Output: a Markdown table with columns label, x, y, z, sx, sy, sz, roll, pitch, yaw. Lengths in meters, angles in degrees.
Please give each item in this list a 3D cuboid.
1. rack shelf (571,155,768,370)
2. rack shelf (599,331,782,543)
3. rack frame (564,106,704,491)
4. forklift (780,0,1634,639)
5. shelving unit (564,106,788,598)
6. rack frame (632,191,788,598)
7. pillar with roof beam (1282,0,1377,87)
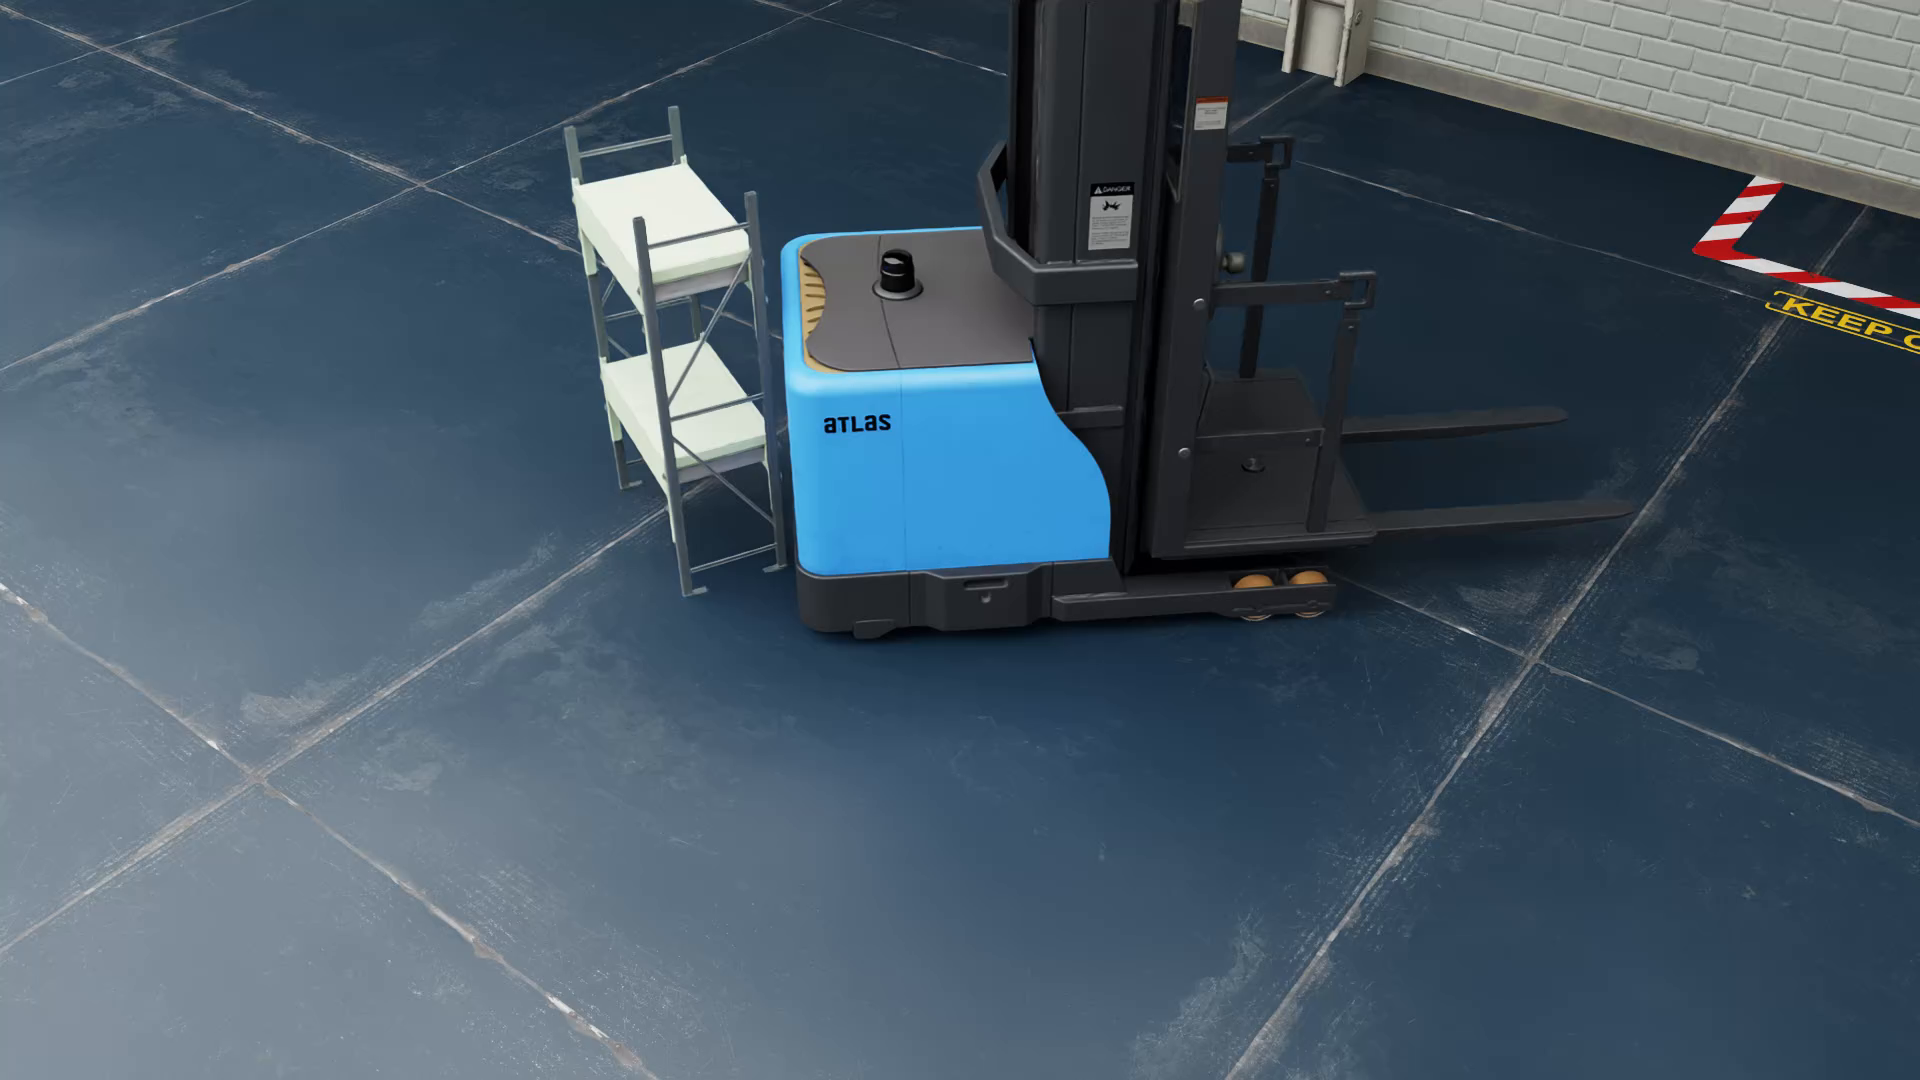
| label | x | y | z | sx | sy | sz | roll | pitch | yaw |
| --- | --- | --- | --- | --- | --- | --- | --- | --- | --- |
| rack shelf | -0.983 | -0.951 | 5.615 | 0.431 | 0.370 | 0.720 | -17 | 41 | -21 |
| rack shelf | -0.983 | -0.387 | 6.057 | 0.431 | 0.370 | 0.720 | -17 | 41 | -21 |
| rack frame | -1.149 | -0.845 | 6.113 | 0.400 | 1.500 | 0.023 | -17 | 41 | -21 |
| forklift | 0.904 | -1.190 | 5.392 | 3.031 | 2.935 | 1.130 | -4 | 38 | -5 |
| shelving unit | -0.983 | -0.644 | 5.856 | 0.431 | 1.500 | 0.755 | -17 | 41 | -21 |
| rack frame | -0.818 | -0.443 | 5.599 | 0.400 | 1.500 | 0.023 | -17 | 41 | -21 |
| pillar with roof beam | -0.477 | -4.195 | 4.309 | 0.400 | 9.000 | 9.100 | 25 | 45 | 29 |
